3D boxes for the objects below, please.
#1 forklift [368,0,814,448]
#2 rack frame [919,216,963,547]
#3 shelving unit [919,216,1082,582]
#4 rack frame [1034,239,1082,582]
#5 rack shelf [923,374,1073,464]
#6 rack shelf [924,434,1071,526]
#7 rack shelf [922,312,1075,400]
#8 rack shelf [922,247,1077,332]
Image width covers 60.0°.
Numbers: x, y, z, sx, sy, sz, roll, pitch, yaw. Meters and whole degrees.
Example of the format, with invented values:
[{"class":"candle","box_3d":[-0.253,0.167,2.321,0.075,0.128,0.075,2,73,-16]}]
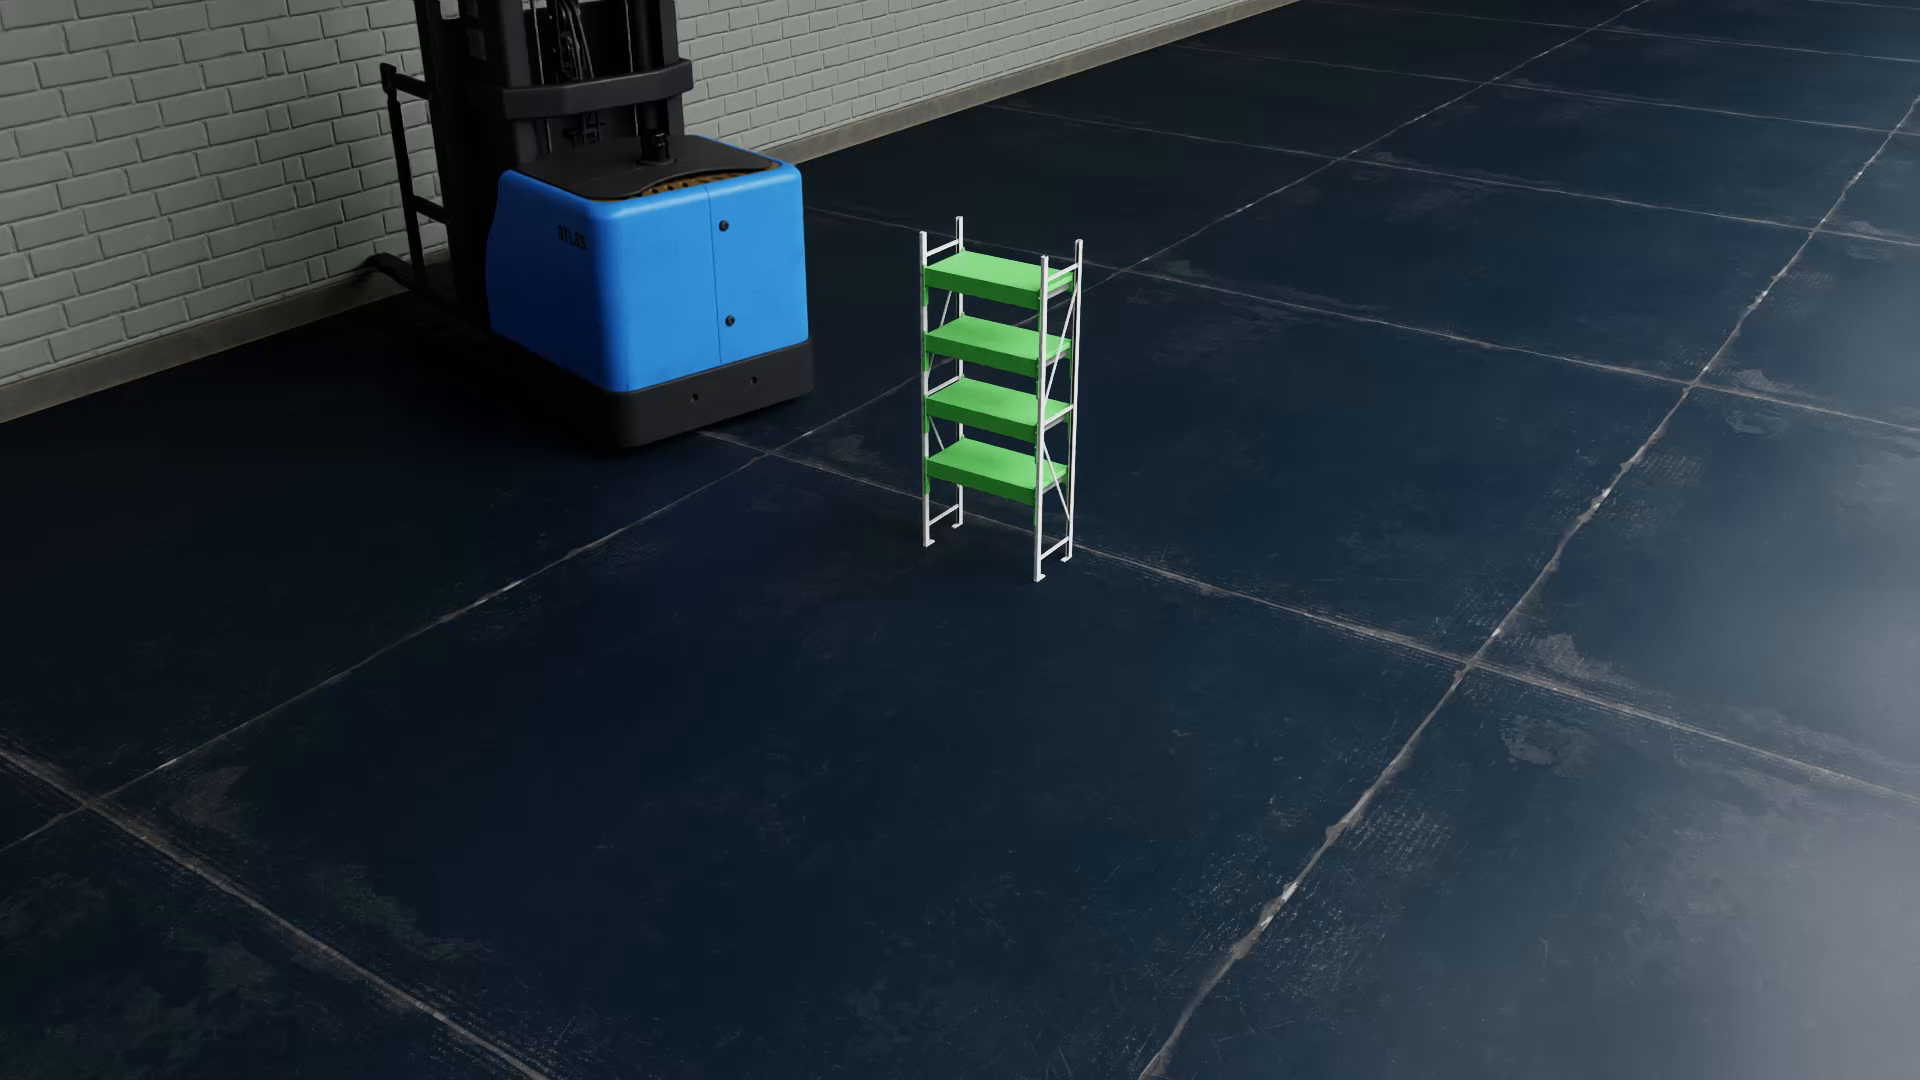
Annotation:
[{"class":"forklift","box_3d":[-2.005,-2.270,7.480,1.130,2.935,3.031,-22,34,-36]},{"class":"rack frame","box_3d":[-0.065,-0.555,6.017,0.015,1.200,0.240,17,32,30]},{"class":"shelving unit","box_3d":[0.136,-0.492,5.894,0.503,1.200,0.258,17,32,30]},{"class":"rack frame","box_3d":[0.338,-0.430,5.771,0.015,1.200,0.240,17,32,30]},{"class":"rack shelf","box_3d":[0.136,-0.435,5.923,0.480,0.148,0.258,17,32,30]},{"class":"rack shelf","box_3d":[0.136,-0.221,6.032,0.480,0.148,0.258,17,32,30]},{"class":"rack shelf","box_3d":[0.136,-0.649,5.814,0.480,0.148,0.258,17,32,30]},{"class":"rack shelf","box_3d":[0.136,-0.863,5.706,0.480,0.148,0.258,17,32,30]}]
